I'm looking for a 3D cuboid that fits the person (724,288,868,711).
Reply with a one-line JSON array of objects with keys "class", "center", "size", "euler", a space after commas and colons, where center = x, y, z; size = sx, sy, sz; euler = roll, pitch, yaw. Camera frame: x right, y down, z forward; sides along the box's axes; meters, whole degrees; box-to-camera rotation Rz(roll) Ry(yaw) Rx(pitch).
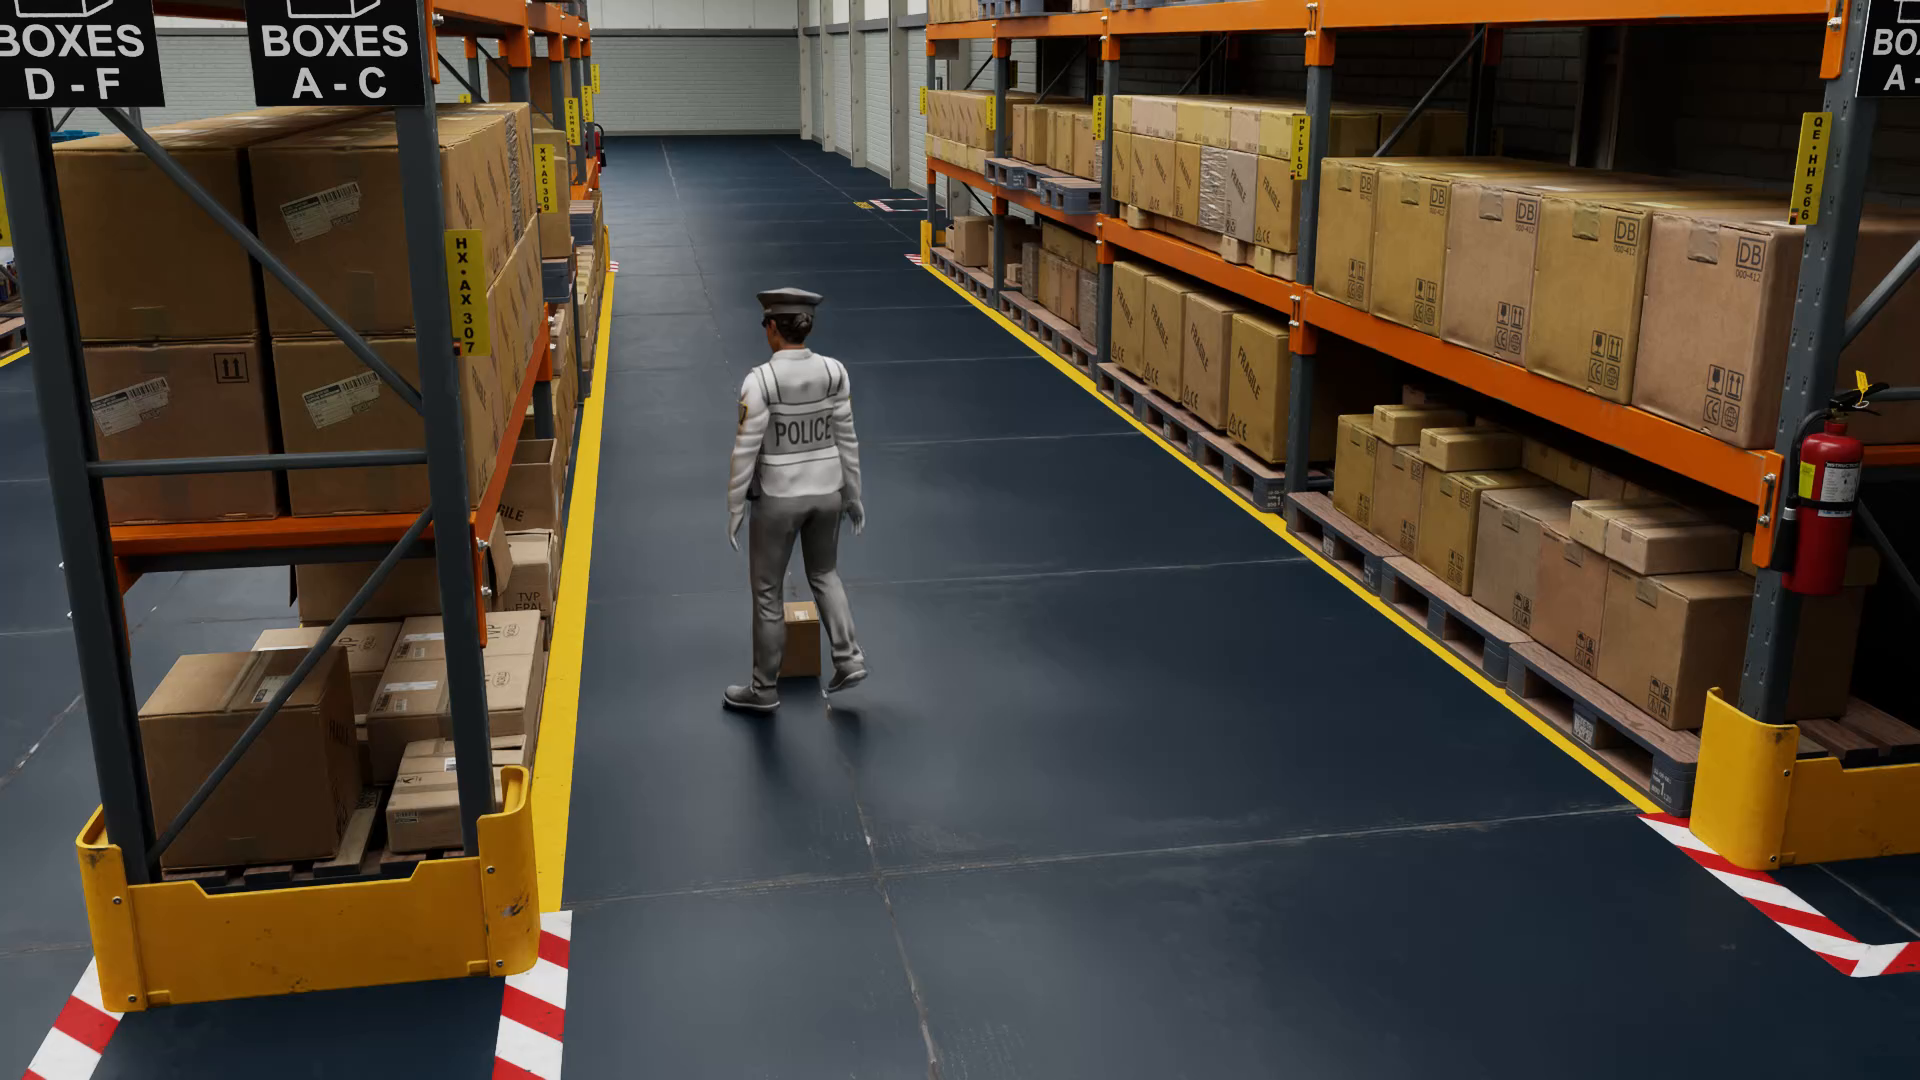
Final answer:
[{"class": "person", "center": [-0.644, -0.132, 6.427], "size": [0.558, 1.665, 0.484], "euler": [-10, 19, -30]}]
